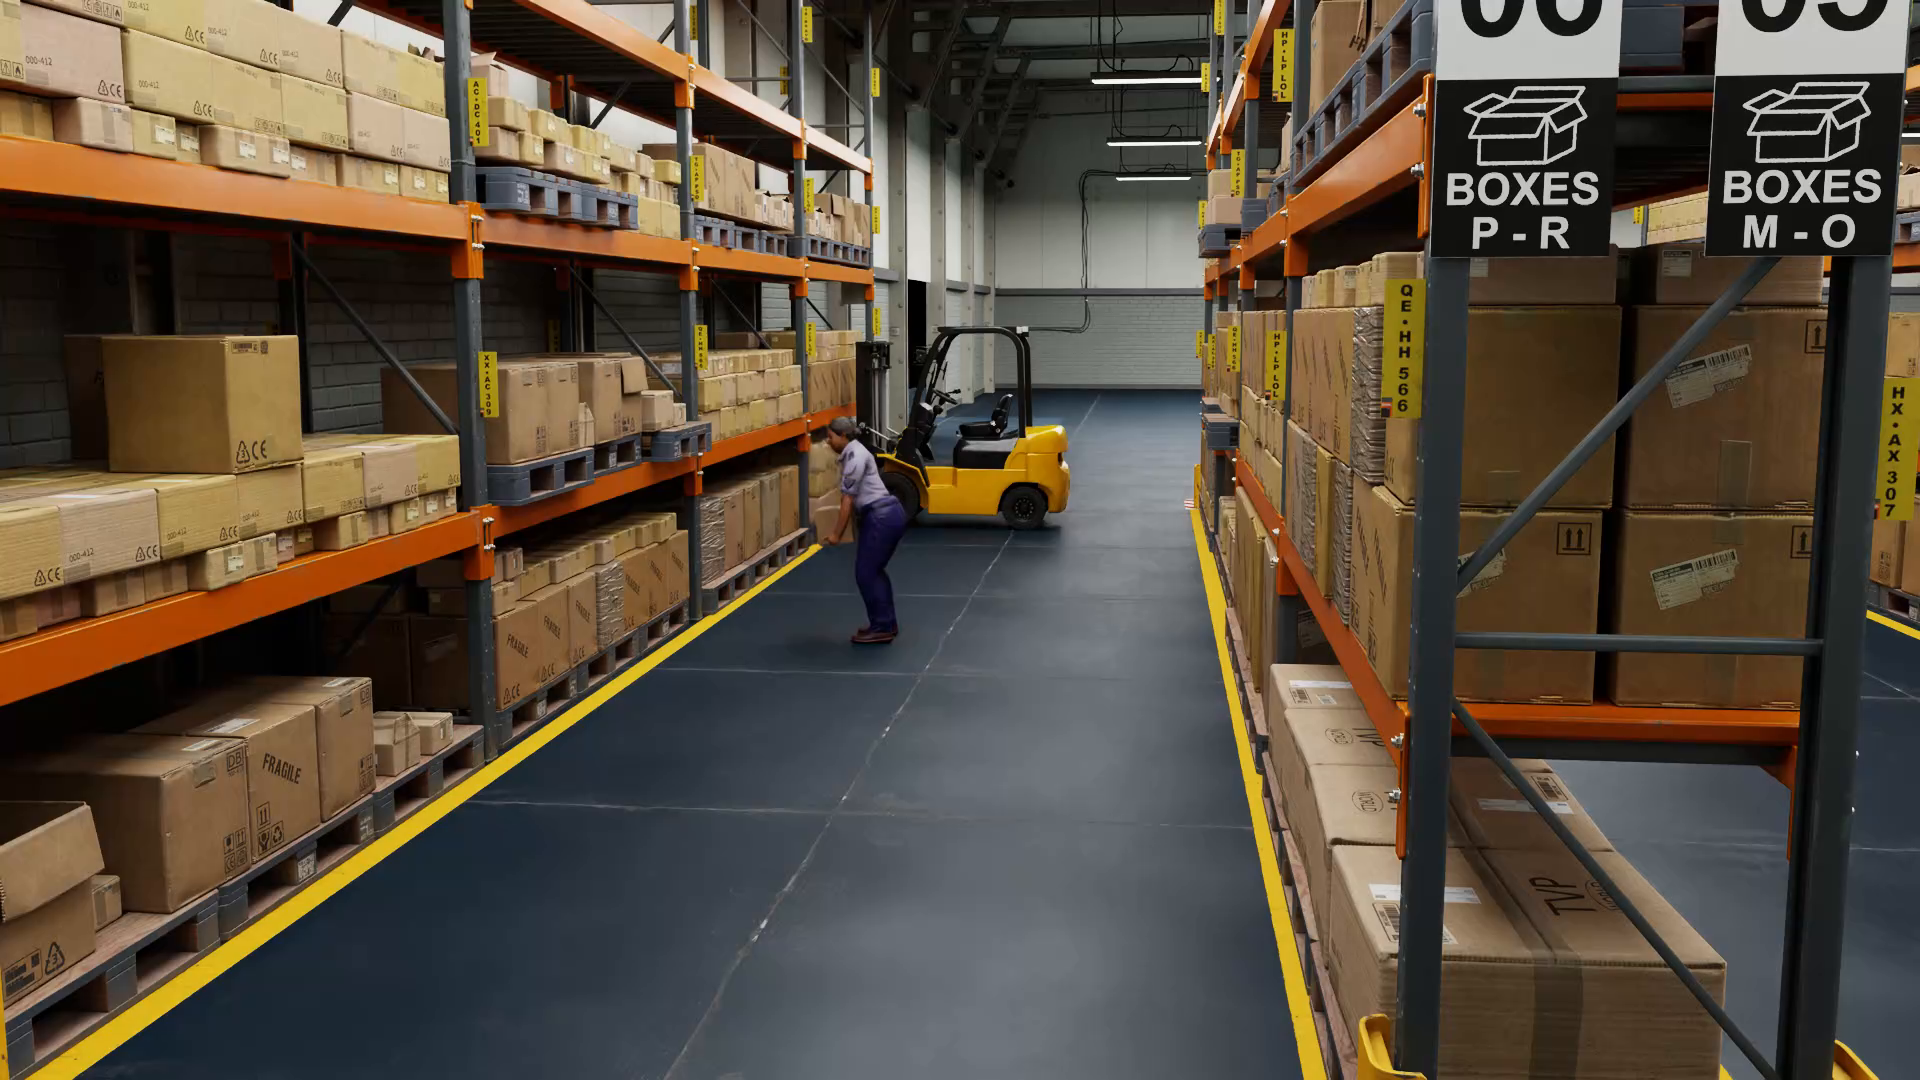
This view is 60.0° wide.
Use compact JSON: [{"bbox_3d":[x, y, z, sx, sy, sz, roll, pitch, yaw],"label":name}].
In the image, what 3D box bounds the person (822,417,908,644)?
[{"bbox_3d":[-0.667,-0.078,11.714,0.577,1.582,0.438,1,8,5],"label":"person"}]
